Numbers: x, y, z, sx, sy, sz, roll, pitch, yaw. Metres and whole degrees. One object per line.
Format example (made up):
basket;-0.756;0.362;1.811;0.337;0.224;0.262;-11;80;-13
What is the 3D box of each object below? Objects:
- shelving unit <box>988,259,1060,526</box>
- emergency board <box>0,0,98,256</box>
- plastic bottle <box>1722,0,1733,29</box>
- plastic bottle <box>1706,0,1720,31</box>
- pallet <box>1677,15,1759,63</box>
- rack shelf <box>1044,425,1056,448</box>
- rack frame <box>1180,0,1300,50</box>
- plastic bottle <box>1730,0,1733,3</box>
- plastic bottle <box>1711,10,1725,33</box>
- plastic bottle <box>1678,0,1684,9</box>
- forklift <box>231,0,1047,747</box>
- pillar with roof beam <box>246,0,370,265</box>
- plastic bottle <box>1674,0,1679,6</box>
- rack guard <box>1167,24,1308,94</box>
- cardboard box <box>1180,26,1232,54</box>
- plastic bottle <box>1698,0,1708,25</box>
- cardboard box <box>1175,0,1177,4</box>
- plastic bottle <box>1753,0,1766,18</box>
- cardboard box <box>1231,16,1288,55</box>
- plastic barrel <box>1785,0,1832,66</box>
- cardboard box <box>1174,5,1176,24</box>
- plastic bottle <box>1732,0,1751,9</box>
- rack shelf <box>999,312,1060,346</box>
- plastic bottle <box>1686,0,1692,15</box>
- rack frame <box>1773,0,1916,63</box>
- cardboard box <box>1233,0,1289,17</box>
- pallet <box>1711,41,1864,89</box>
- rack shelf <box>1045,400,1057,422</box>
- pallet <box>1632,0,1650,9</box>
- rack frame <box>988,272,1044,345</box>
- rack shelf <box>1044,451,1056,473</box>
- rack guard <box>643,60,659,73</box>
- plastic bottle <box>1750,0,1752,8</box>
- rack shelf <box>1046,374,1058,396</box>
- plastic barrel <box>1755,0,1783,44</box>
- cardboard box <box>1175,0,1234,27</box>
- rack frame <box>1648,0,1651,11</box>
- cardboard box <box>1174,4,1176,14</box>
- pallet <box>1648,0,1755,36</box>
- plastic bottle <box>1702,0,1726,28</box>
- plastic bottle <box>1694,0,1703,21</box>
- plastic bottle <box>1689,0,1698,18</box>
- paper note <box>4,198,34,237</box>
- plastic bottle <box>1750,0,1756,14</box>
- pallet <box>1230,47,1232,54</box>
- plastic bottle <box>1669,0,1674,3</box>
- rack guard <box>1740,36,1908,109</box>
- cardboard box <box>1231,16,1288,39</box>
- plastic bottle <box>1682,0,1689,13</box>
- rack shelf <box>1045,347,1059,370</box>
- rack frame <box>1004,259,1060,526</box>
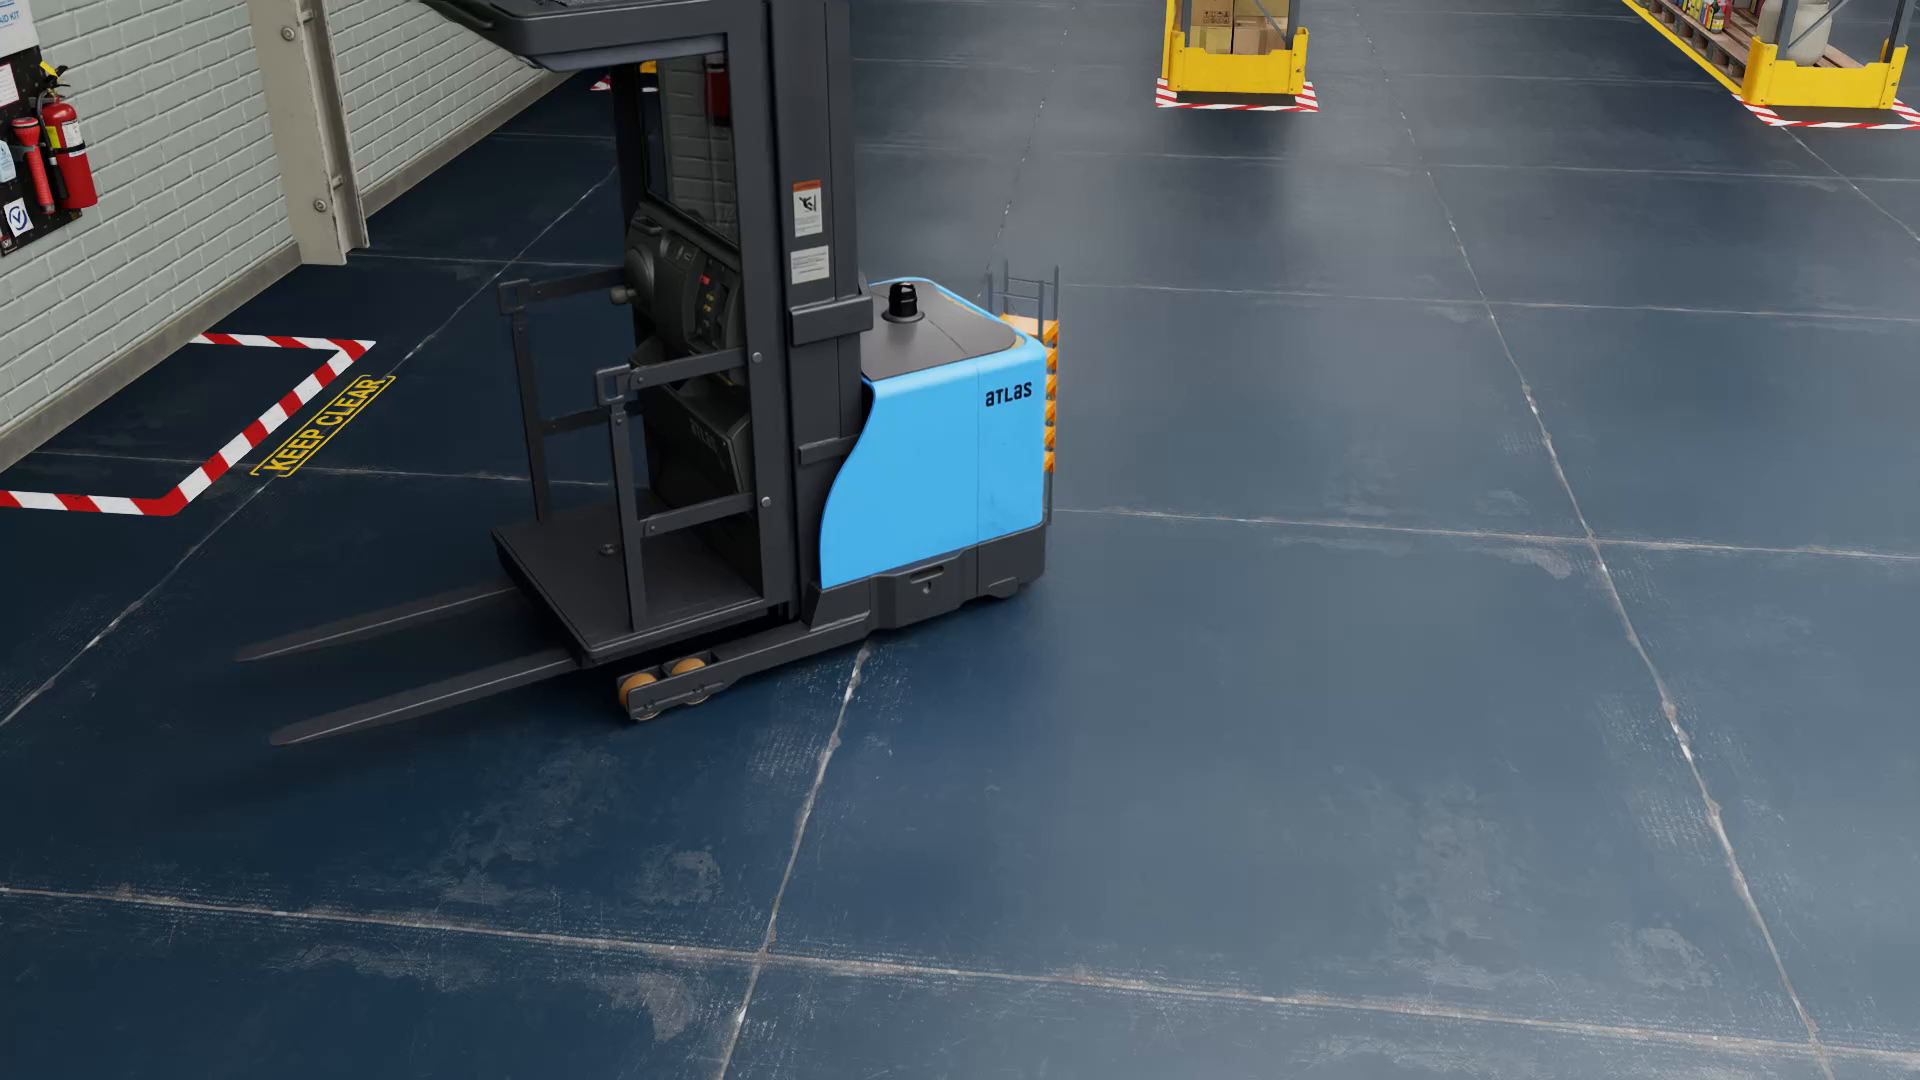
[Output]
shelving unit;0.261;-0.573;7.049;0.258;1.200;0.189;11;30;20
emergency board;-4.349;-1.990;7.781;0.194;1.169;0.643;3;28;6
plastic bottle;7.285;-5.019;15.803;0.061;0.283;0.133;3;28;6
plastic bottle;7.118;-4.964;15.701;0.061;0.283;0.133;4;29;7
pallet;7.551;-4.786;15.910;1.003;0.211;1.213;3;28;6
rack shelf;0.261;-0.429;7.127;0.258;0.103;0.180;11;30;20
rack frame;2.416;-5.310;13.943;1.000;3.000;0.127;3;28;6
plastic bottle;7.886;-5.619;16.846;0.144;0.351;0.185;3;28;6
plastic bottle;7.122;-4.872;15.617;0.097;0.201;0.097;0;28;0
plastic bottle;7.288;-5.486;16.599;0.144;0.351;0.185;2;28;4
forklift;-1.173;-0.923;5.873;3.031;2.935;1.130;-16;32;-28
pillar with roof beam;0.264;-5.542;8.049;9.100;9.000;0.400;3;28;6
plastic bottle;7.311;-5.574;16.764;0.144;0.351;0.185;4;29;8
rack guard;2.413;-4.198;14.515;1.175;0.500;0.348;3;28;6
cardboard box;2.189;-4.554;14.996;0.500;0.250;0.500;3;28;6
plastic bottle;7.197;-5.087;15.937;0.152;0.276;0.135;3;28;5
cardboard box;2.295;-5.355;15.694;0.500;0.500;0.500;3;28;6
plastic bottle;7.836;-5.268;16.266;0.061;0.283;0.133;3;28;6
cardboard box;2.703;-4.523;14.940;0.500;0.250;0.500;3;28;6
plastic barrel;7.337;-4.424;14.479;0.421;0.512;0.421;0;28;0
cardboard box;2.238;-4.790;15.434;0.500;0.250;0.500;3;28;6
plastic bottle;7.855;-5.484;16.674;0.152;0.276;0.135;3;28;6
rack shelf;0.261;-0.851;6.900;0.258;0.103;0.180;11;30;20
plastic bottle;7.230;-5.288;16.389;0.097;0.201;0.097;0;28;0
rack frame;7.332;-5.020;13.405;1.000;3.000;0.127;3;28;6
cardboard box;2.762;-5.089;15.199;0.500;0.500;0.500;3;28;6
pallet;7.399;-4.213;14.847;1.003;0.211;1.213;3;28;6
rack shelf;0.261;-0.534;7.070;0.258;0.103;0.180;11;30;20
pallet;7.880;-6.047;18.252;1.003;0.211;1.213;3;28;6
rack frame;0.226;-0.533;6.975;0.240;1.200;0.006;11;30;20
rack shelf;0.261;-0.323;7.184;0.258;0.103;0.180;11;30;20
rack guard;-2.491;-4.531;15.133;1.175;0.500;0.348;3;28;6
plastic bottle;8.005;-5.520;16.663;0.144;0.351;0.185;2;28;4
rack shelf;0.261;-0.640;7.014;0.258;0.103;0.180;11;30;20
plastic barrel;7.398;-4.660;14.917;0.421;0.512;0.421;0;28;0
cardboard box;2.187;-4.884;14.818;0.500;0.500;0.500;3;28;6
rack frame;7.822;-6.903;16.900;1.000;3.000;0.127;3;28;6
cardboard box;2.297;-5.025;15.871;0.500;0.250;0.500;3;28;6
pallet;7.698;-5.361;16.979;1.003;0.211;1.213;3;28;6
plastic bottle;7.180;-5.022;15.816;0.152;0.276;0.135;4;29;7
plastic bottle;7.213;-5.198;16.065;0.144;0.351;0.185;5;29;8
plastic bottle;7.236;-5.285;16.227;0.144;0.351;0.185;3;28;6
paper note;-4.439;-1.523;7.843;0.016;0.148;0.142;3;28;6
plastic bottle;7.861;-5.332;16.385;0.061;0.283;0.133;3;28;6
pallet;2.468;-4.444;15.277;1.003;0.211;1.213;3;28;6
plastic bottle;7.335;-5.619;16.925;0.152;0.276;0.135;4;29;8
rack guard;7.294;-3.958;14.070;1.175;0.500;0.348;3;28;6
cardboard box;2.760;-4.759;15.377;0.500;0.250;0.500;3;28;6
plastic bottle;7.226;-5.381;16.475;0.061;0.283;0.133;5;29;8
rack shelf;0.261;-0.746;6.957;0.258;0.103;0.180;11;30;20
rack frame;0.295;-0.614;7.124;0.240;1.200;0.006;11;30;20
